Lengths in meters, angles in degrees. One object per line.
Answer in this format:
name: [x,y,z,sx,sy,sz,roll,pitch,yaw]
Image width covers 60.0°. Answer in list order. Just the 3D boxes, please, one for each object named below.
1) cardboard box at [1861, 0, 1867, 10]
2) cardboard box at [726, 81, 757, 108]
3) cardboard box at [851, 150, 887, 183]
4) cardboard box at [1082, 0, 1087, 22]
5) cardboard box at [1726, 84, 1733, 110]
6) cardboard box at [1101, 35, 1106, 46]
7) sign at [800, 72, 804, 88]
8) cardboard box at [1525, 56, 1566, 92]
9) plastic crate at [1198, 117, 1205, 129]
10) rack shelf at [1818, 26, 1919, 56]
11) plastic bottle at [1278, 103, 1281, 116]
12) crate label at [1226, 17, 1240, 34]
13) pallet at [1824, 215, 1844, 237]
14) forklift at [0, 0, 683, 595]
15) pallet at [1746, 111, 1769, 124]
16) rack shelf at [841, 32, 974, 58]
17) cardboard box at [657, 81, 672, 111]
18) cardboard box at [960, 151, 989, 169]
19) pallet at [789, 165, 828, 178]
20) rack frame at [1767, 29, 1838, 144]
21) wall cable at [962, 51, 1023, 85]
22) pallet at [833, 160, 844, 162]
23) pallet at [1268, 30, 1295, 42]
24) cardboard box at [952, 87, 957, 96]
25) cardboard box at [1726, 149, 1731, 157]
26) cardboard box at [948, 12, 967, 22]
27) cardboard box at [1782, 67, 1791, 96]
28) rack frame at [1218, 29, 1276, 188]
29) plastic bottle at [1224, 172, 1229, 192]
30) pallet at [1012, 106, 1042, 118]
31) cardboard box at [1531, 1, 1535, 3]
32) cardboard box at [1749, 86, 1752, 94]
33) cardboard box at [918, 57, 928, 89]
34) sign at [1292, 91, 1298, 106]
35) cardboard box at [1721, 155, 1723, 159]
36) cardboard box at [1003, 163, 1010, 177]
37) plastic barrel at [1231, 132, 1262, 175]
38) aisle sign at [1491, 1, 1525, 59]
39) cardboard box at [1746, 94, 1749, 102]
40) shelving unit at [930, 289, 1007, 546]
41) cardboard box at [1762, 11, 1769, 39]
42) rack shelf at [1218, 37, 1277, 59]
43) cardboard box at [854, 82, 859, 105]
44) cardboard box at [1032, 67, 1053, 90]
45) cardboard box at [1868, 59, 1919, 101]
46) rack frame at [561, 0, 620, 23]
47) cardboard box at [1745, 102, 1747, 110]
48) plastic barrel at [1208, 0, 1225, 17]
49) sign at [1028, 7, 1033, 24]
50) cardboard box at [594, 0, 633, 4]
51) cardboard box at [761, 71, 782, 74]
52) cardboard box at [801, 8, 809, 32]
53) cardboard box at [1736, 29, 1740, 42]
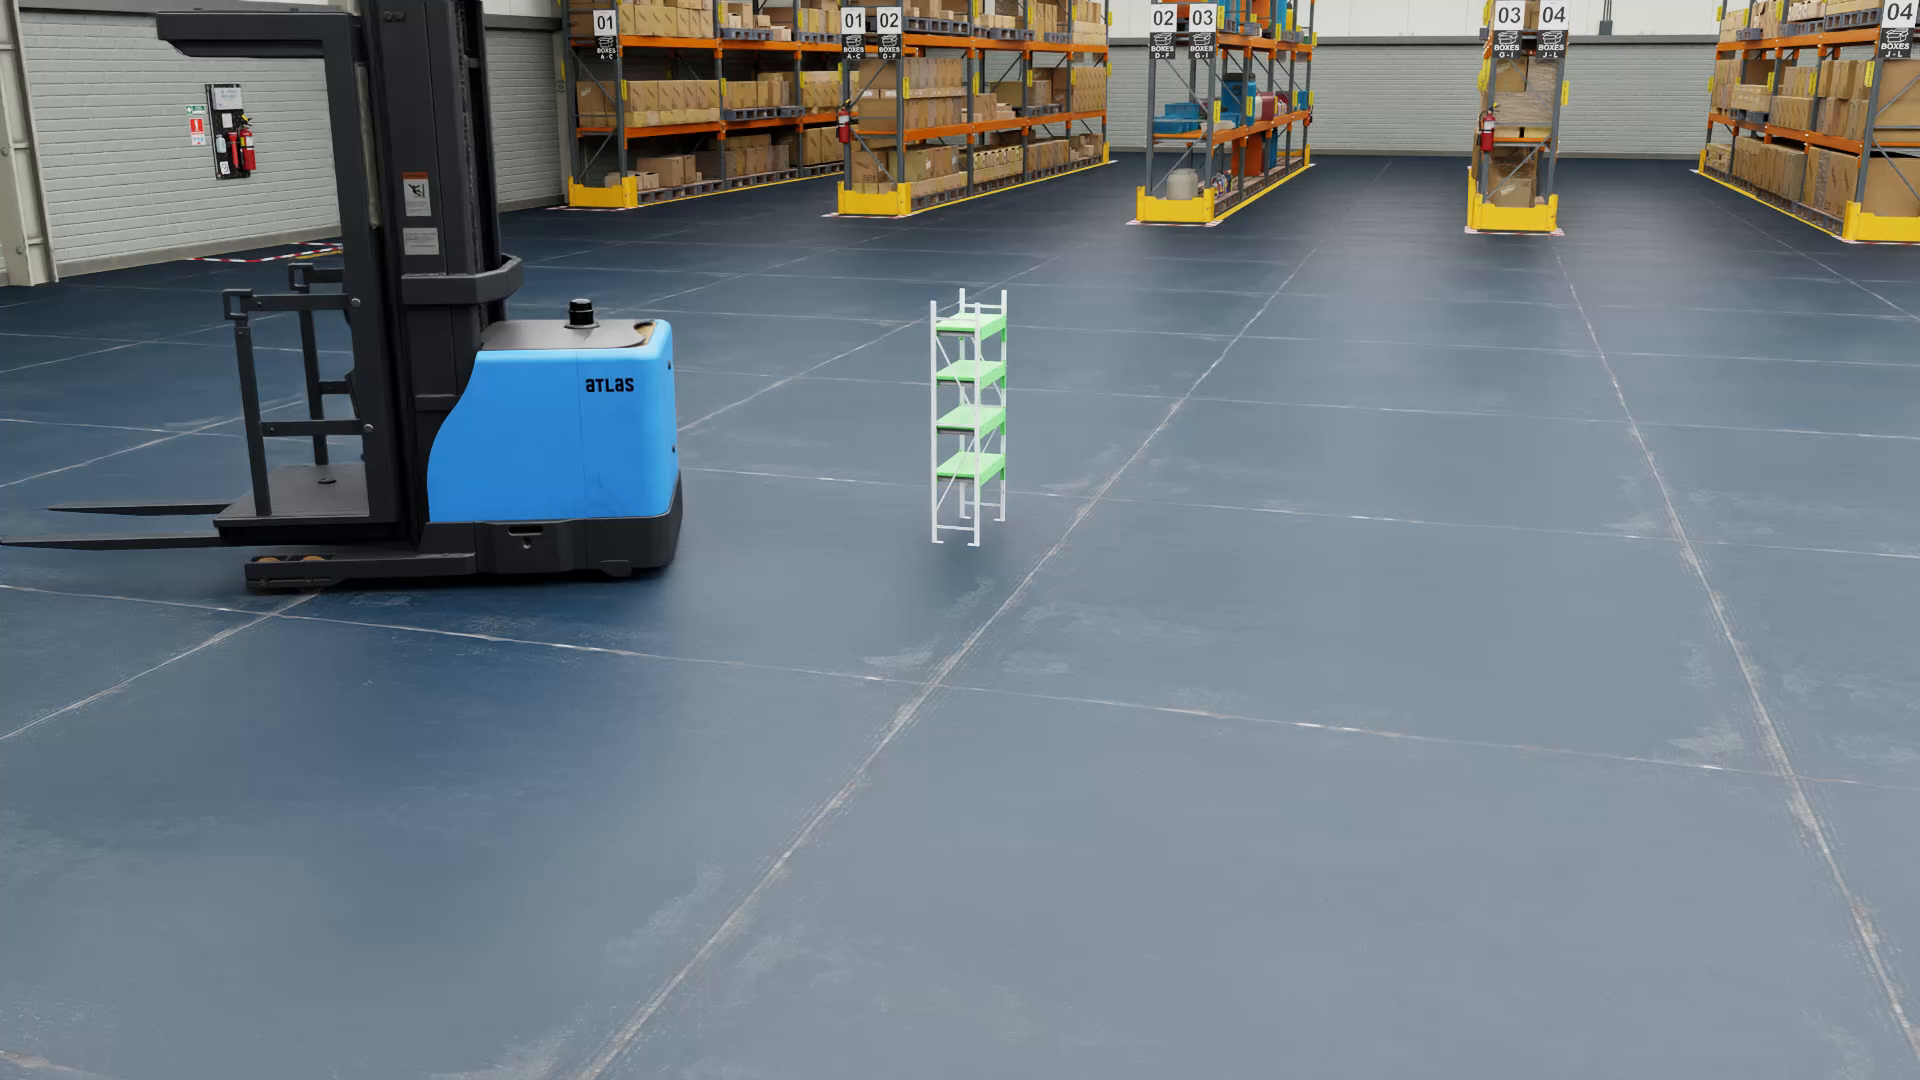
cardboard box: [12.821,-7.475,23.198,0.380,0.149,0.250,5,17,16]
cardboard box: [-4.502,-8.911,33.260,0.700,0.500,0.500,7,17,24]
cardboard box: [-1.522,-6.174,27.495,0.500,0.500,0.500,5,16,16]
cardboard box: [2.537,-12.264,38.557,0.700,0.500,0.500,5,16,16]
cardboard box: [16.260,-9.205,34.559,0.500,0.500,0.500,4,16,14]
cardboard box: [3.265,-12.173,40.527,0.500,0.250,0.500,5,16,16]
sign: [-3.343,-9.726,35.147,0.100,0.325,0.005,5,16,16]
cardboard box: [8.526,-6.797,24.234,0.500,0.500,0.500,5,16,16]
plastic crate: [3.840,-6.997,27.889,0.450,0.188,0.662,5,16,16]
rack shelf: [13.403,-7.211,24.076,1.077,0.370,4.000,5,16,16]
plastic bottle: [6.682,-9.075,35.053,0.152,0.276,0.135,5,16,16]
crate label: [4.208,-8.221,26.593,0.502,0.251,0.408,5,16,16]
pallet: [12.987,-4.464,23.682,1.003,0.211,1.213,5,16,16]
forklift: [-2.885,-1.316,7.597,3.031,2.935,1.130,-2,16,-6]
pallet: [15.209,-7.786,30.634,1.213,0.211,1.003,5,16,16]
rack shelf: [-0.820,-8.391,28.237,1.077,0.370,4.000,5,16,16]
cardboard box: [-5.413,-7.817,29.256,0.500,0.500,0.500,4,16,14]
cardboard box: [0.252,-7.186,31.408,0.500,0.311,0.500,4,16,15]
pallet: [-3.569,-8.106,36.521,1.003,0.211,1.213,5,16,16]
rack frame: [15.108,-7.684,29.922,1.000,3.000,0.127,5,16,16]
wall cable: [0.358,-14.184,47.537,3.097,2.526,0.112,5,16,16]
pallet: [-2.876,-8.744,38.771,1.003,0.211,1.213,5,16,16]
pallet: [6.321,-10.368,34.234,1.003,0.211,1.213,5,16,16]
cardboard box: [-0.268,-7.956,29.512,0.380,0.149,0.250,4,16,14]
cardboard box: [16.131,-8.030,34.508,0.380,0.149,0.250,5,17,17]
cardboard box: [-0.068,-9.551,30.513,0.500,0.250,0.500,6,17,22]
cardboard box: [14.971,-8.096,29.360,0.700,0.500,0.500,5,16,16]
rack frame: [5.633,-8.479,32.725,1.000,3.000,0.127,5,16,16]
plastic bottle: [4.535,-6.128,28.487,0.144,0.351,0.185,4,16,13]
pallet: [1.010,-8.954,34.753,1.213,0.211,1.003,5,16,16]
cardboard box: [8.789,-8.244,24.756,0.500,0.500,0.500,5,16,16]
cardboard box: [15.102,-8.482,31.336,0.380,0.149,0.250,5,16,16]
cardboard box: [-0.942,-7.848,27.941,0.700,0.500,0.500,5,16,16]
sign: [7.296,-9.615,36.225,0.100,0.325,0.005,5,16,16]
cardboard box: [16.468,-8.149,35.471,0.380,0.149,0.250,4,16,13]
cardboard box: [0.680,-7.320,32.909,0.500,0.250,0.500,5,17,17]
plastic barrel: [5.755,-7.766,33.420,0.600,0.830,0.708,5,16,16]
aisle sign: [7.803,-7.259,23.662,0.394,0.787,0.004,5,16,16]
cardboard box: [15.177,-8.410,31.629,0.380,0.149,0.250,5,17,17]
shelving unit: [0.047,-0.621,8.318,0.258,1.200,0.503,5,16,16]
cardboard box: [15.303,-9.606,31.020,0.500,0.500,0.500,5,16,16]
rack shelf: [5.064,-9.052,30.569,1.077,0.370,4.000,5,16,16]
cardboard box: [-2.619,-10.354,38.571,0.500,0.500,0.500,4,16,15]
cardboard box: [1.917,-10.592,38.159,0.500,0.500,0.500,5,17,16]
cardboard box: [12.977,-6.276,22.706,0.875,0.550,0.550,5,16,16]
rack frame: [-6.139,-10.040,27.236,1.000,3.000,0.127,5,16,16]
cardboard box: [15.177,-8.265,31.661,0.380,0.149,0.250,5,17,18]
plastic barrel: [4.111,-9.066,27.612,0.600,0.901,0.708,5,16,16]
sign: [1.415,-10.549,33.433,0.100,0.325,0.005,5,16,16]
cardboard box: [-5.797,-9.218,27.781,0.500,0.500,0.500,3,16,12]
cardboard box: [-3.985,-9.947,35.764,0.500,0.250,0.500,5,17,17]
cardboard box: [-3.683,-11.224,35.917,0.700,0.500,0.500,4,16,13]
cardboard box: [16.279,-10.380,34.206,0.500,0.250,0.500,5,16,16]
